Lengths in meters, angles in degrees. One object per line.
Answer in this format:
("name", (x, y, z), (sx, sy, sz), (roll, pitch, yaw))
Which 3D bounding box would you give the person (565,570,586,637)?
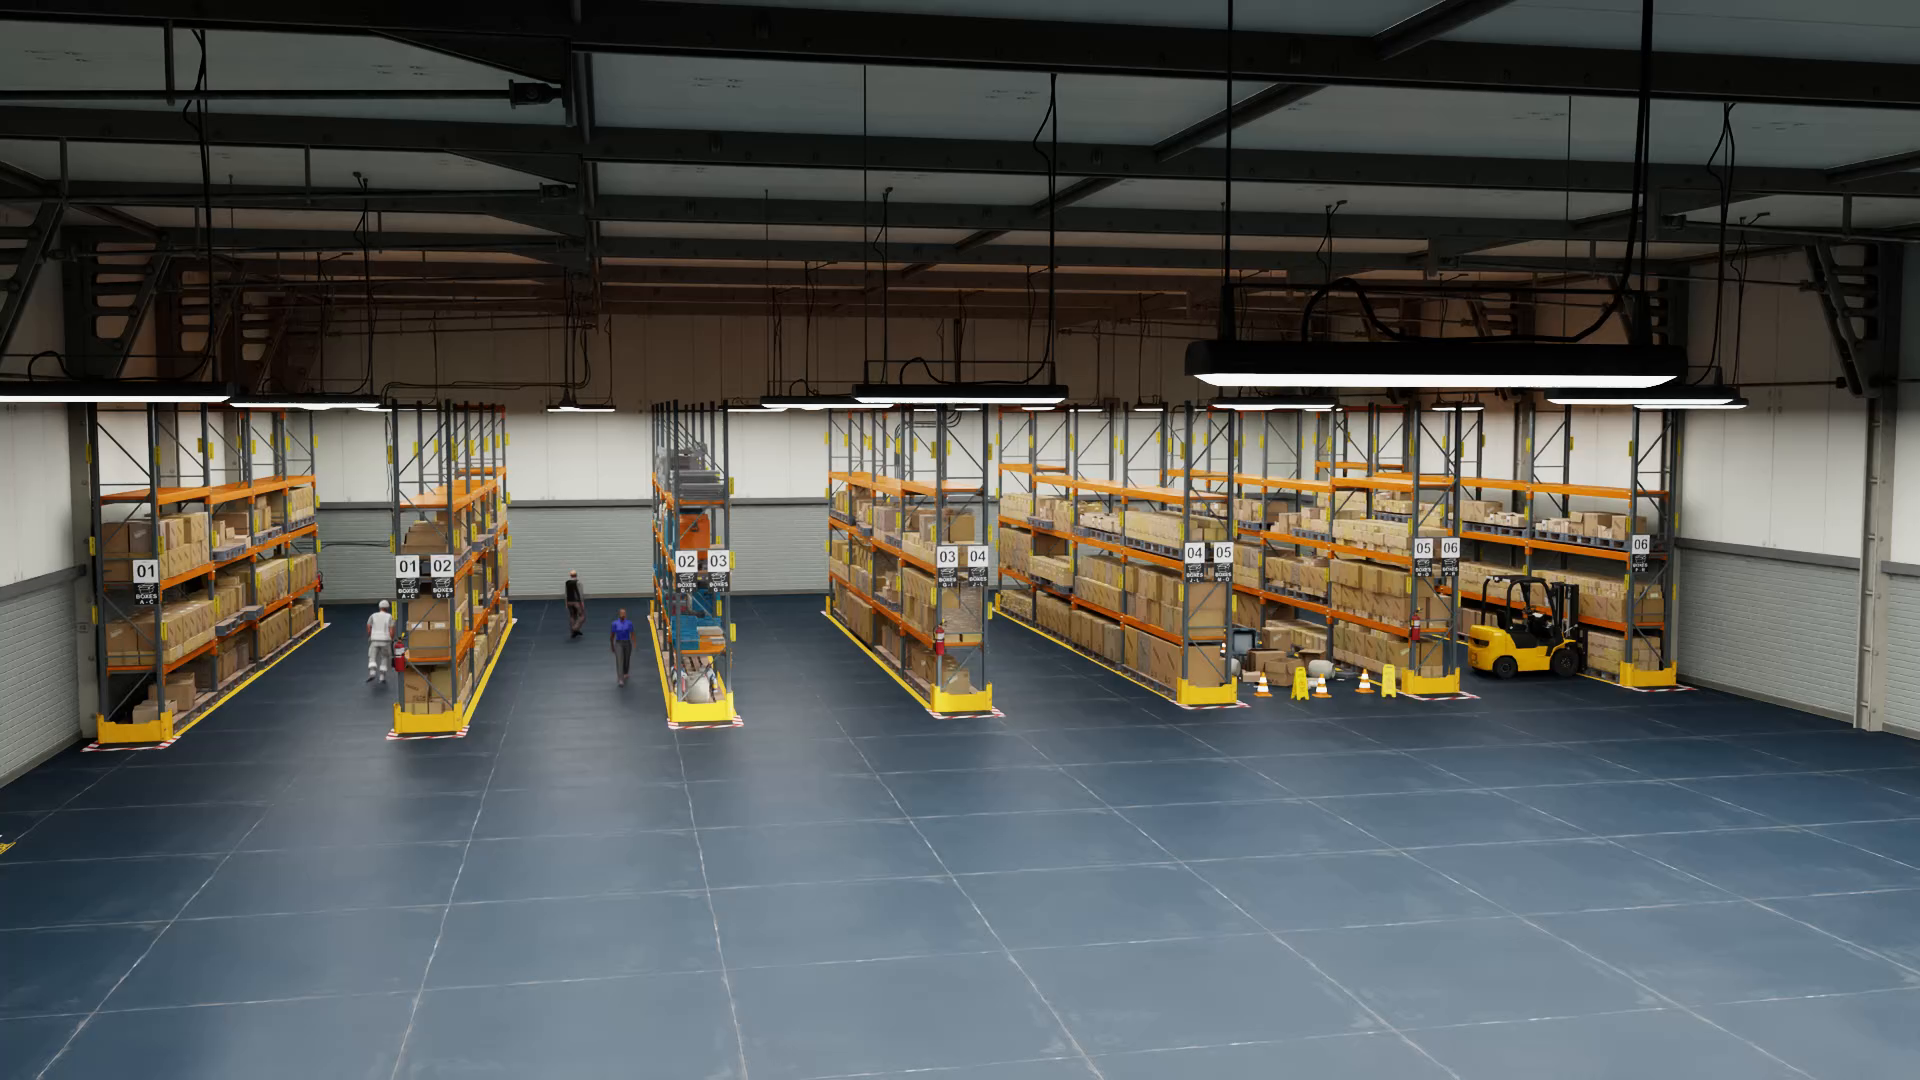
("person", (-9.945, 1.639, 42.863), (0.565, 1.725, 0.487), (2, 5, 26))

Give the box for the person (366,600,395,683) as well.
("person", (-12.348, 2.179, 35.427), (0.584, 1.758, 0.711), (-1, 4, -9))

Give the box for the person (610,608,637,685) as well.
("person", (-7.163, 2.240, 35.386), (0.541, 1.593, 1.033), (-1, 4, -14))
